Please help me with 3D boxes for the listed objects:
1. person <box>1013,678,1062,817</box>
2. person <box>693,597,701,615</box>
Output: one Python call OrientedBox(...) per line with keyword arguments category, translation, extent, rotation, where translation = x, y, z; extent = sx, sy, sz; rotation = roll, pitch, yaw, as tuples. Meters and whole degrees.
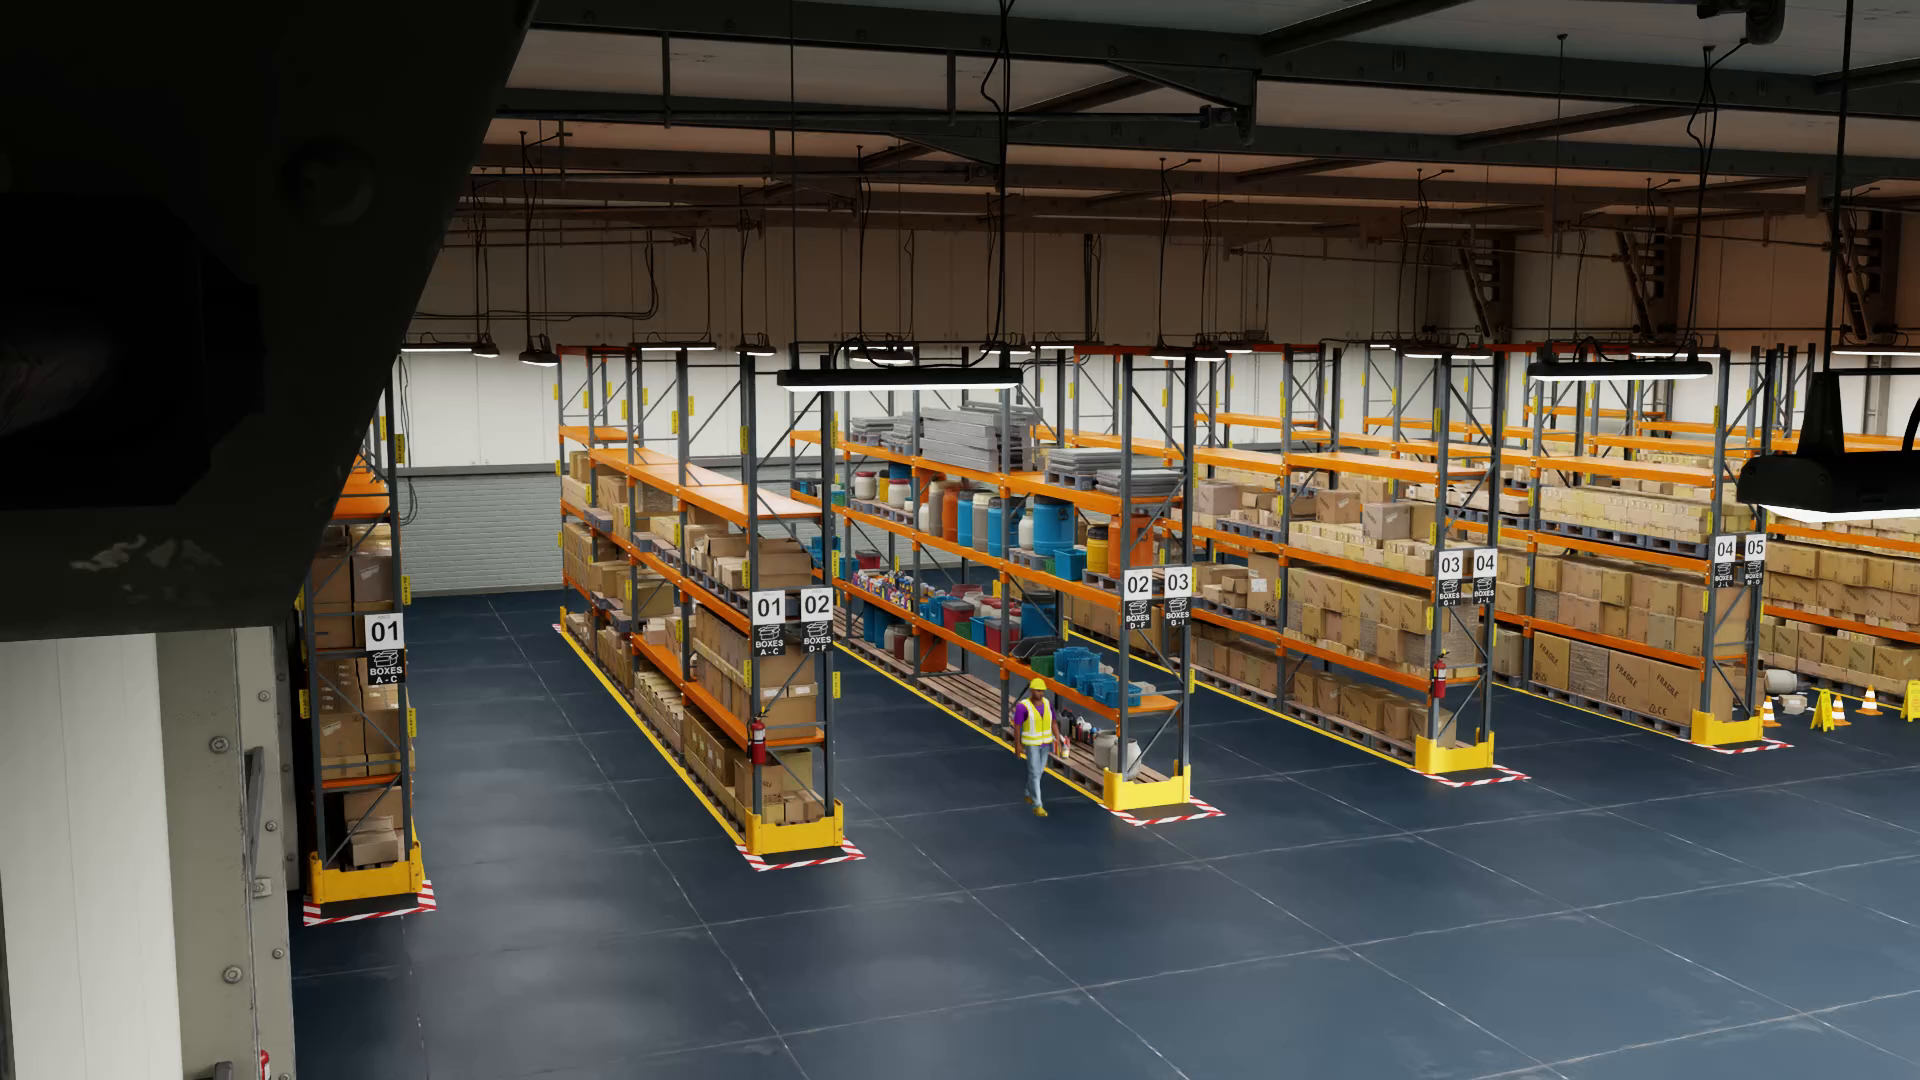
OrientedBox(category="person", translation=(1.067, 2.686, 21.816), extent=(0.583, 1.730, 0.857), rotation=(-5, 9, -33))
OrientedBox(category="person", translation=(-5.072, 1.315, 32.712), extent=(0.571, 1.727, 1.094), rotation=(-3, 8, -24))
